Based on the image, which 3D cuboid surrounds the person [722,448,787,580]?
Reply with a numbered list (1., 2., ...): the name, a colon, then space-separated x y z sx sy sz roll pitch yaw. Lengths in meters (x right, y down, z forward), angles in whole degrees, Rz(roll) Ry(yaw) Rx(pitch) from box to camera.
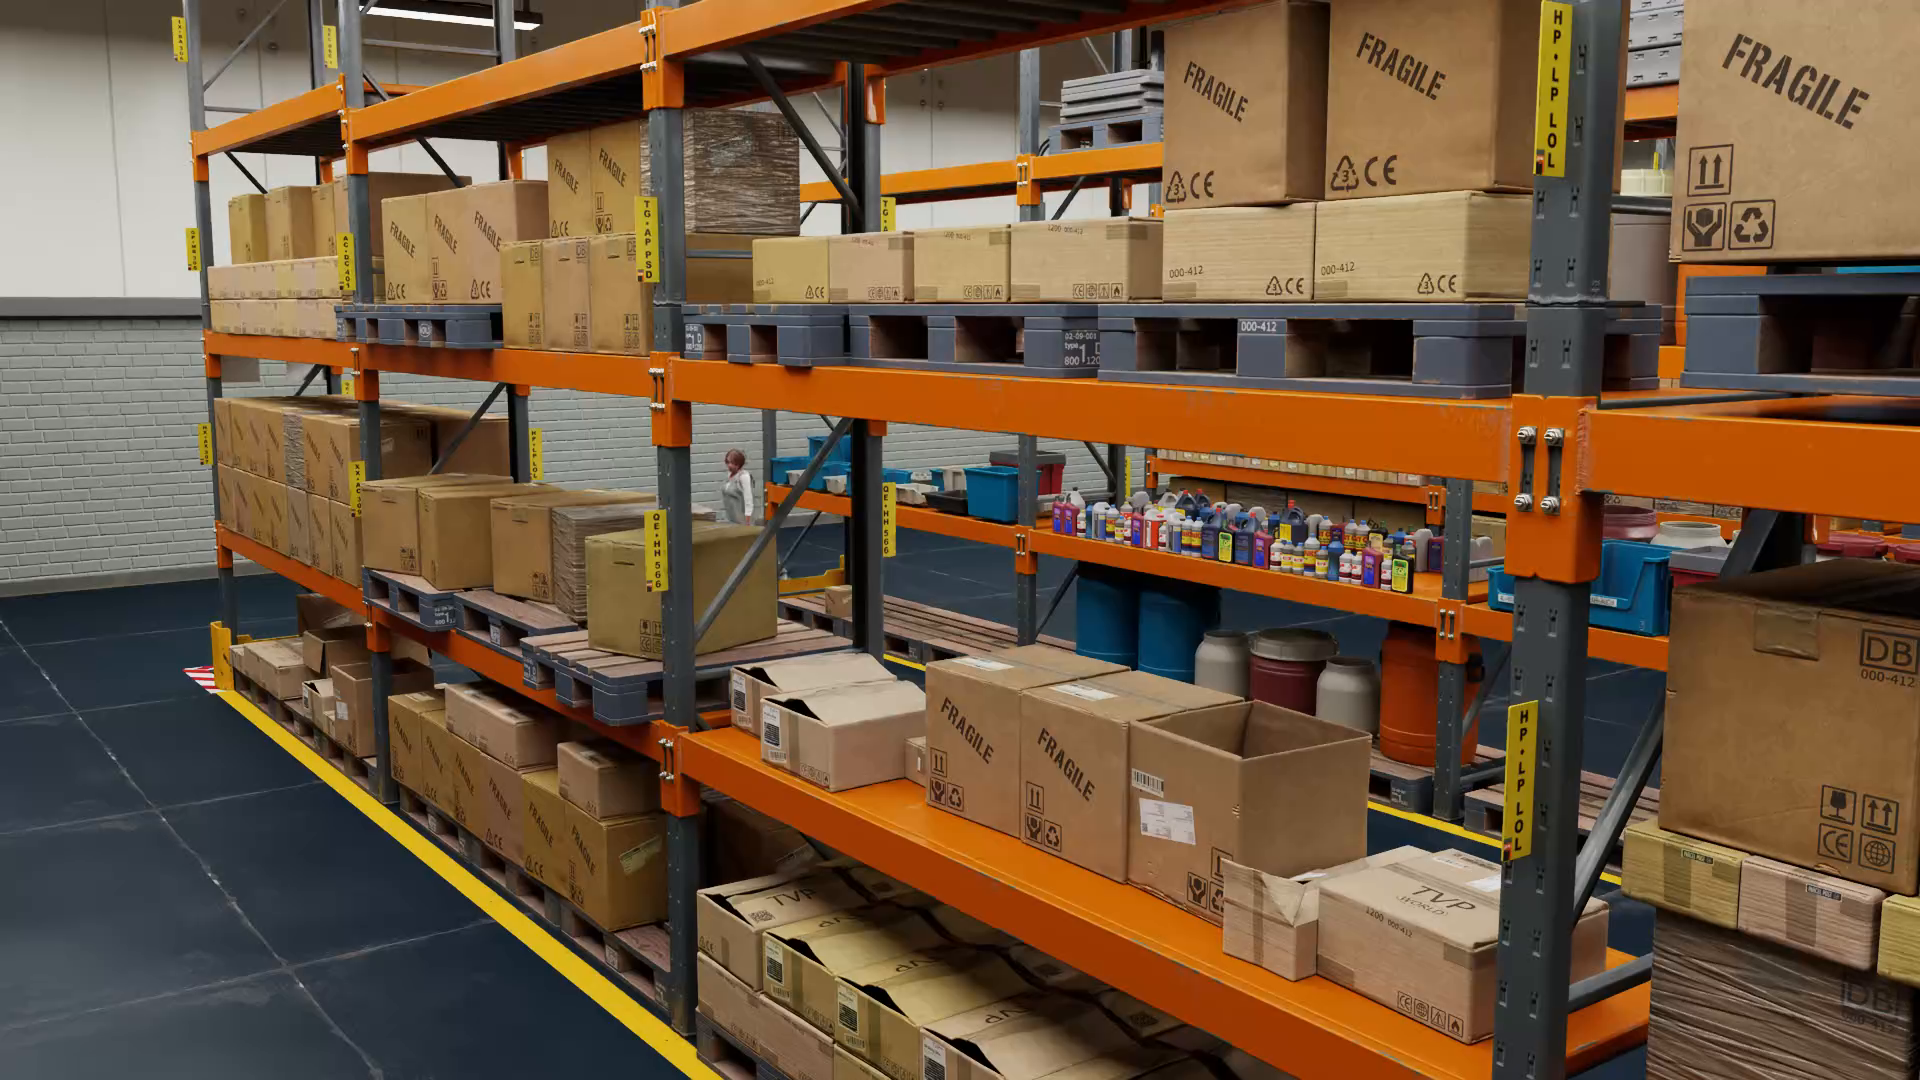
1. person: -2.284 -0.190 17.298 0.999 1.529 0.508 -7 10 -39
